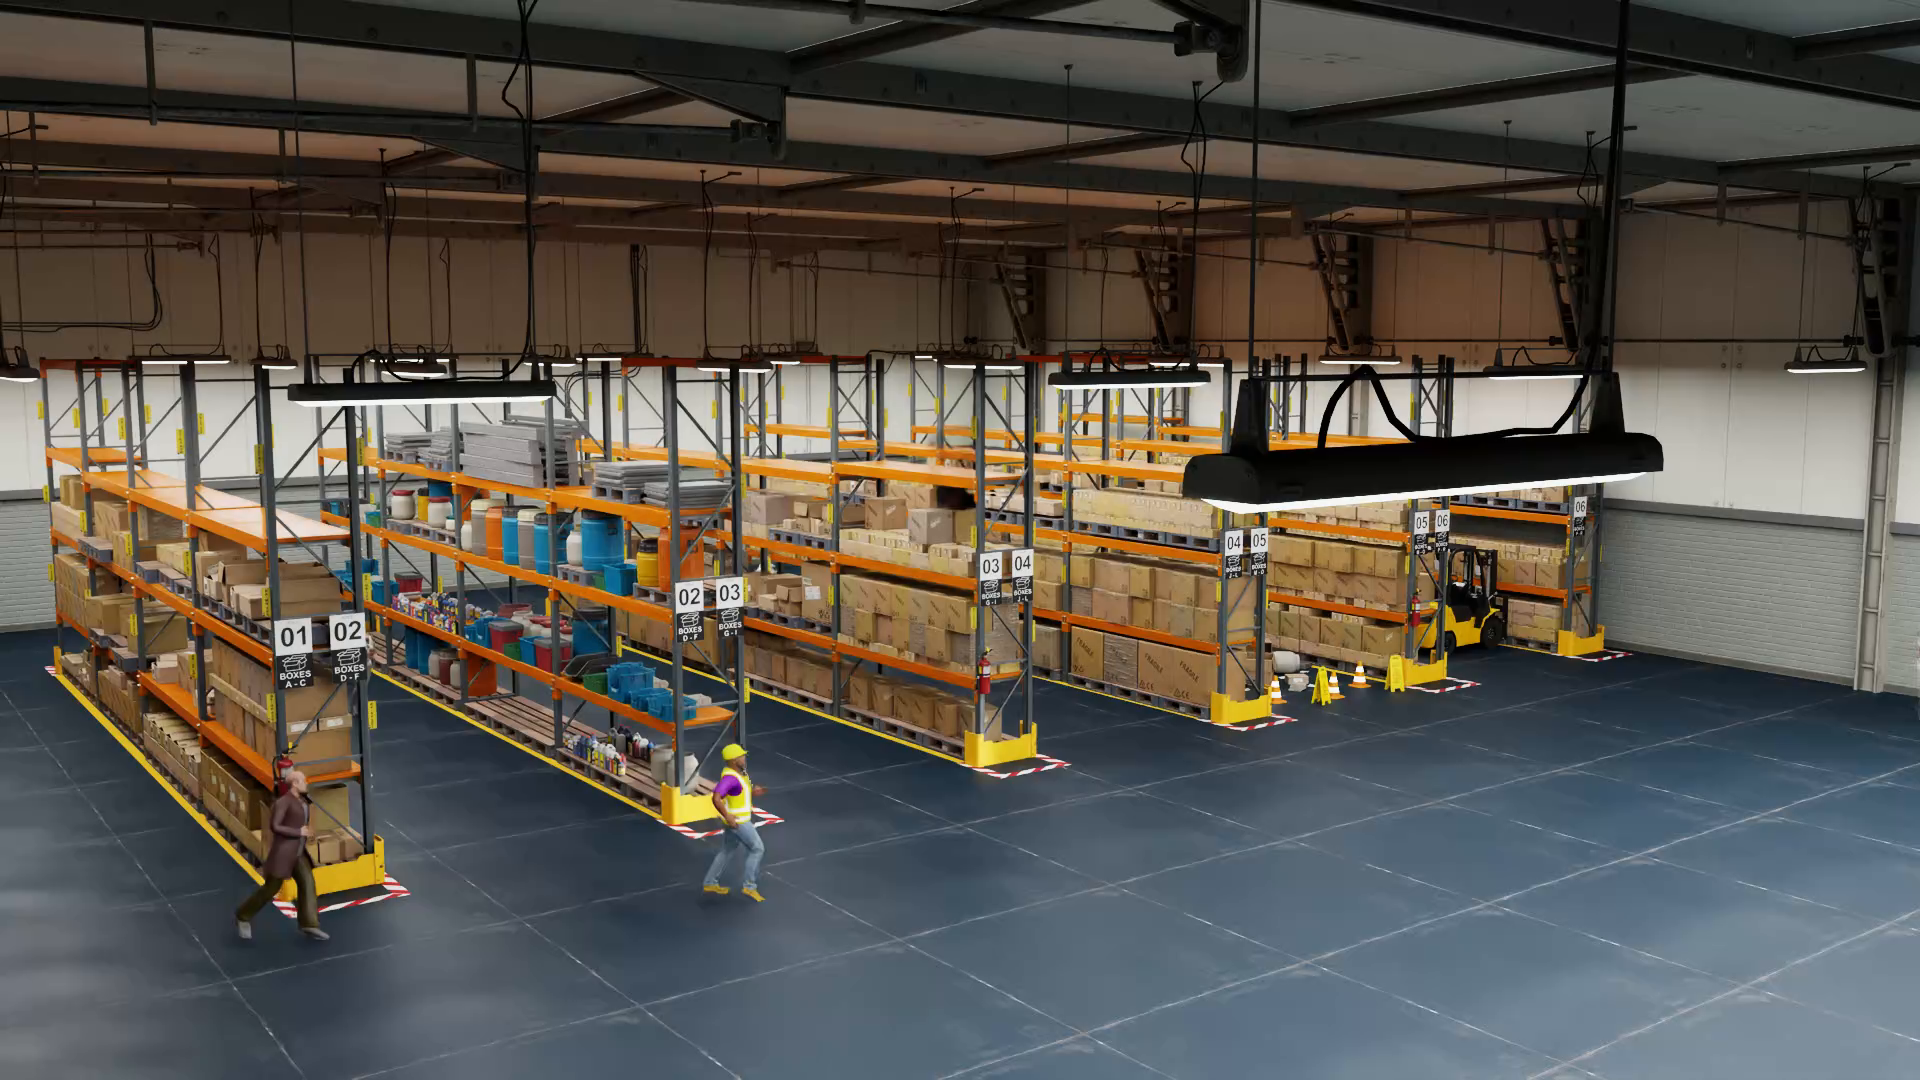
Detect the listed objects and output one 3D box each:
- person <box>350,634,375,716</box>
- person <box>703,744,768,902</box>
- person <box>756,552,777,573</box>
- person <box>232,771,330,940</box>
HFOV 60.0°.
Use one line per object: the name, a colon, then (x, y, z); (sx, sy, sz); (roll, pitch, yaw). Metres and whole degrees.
person: (-10.097, 2.137, 27.975); (0.550, 1.669, 0.646); (-7, 10, -44)
person: (-2.530, 3.208, 18.797); (0.765, 1.827, 0.669); (-2, 7, -17)
person: (-4.275, 1.073, 37.001); (0.613, 1.647, 0.576); (-5, 8, -35)
person: (-7.181, 3.341, 17.765); (1.084, 1.725, 0.784); (1, 7, 5)
